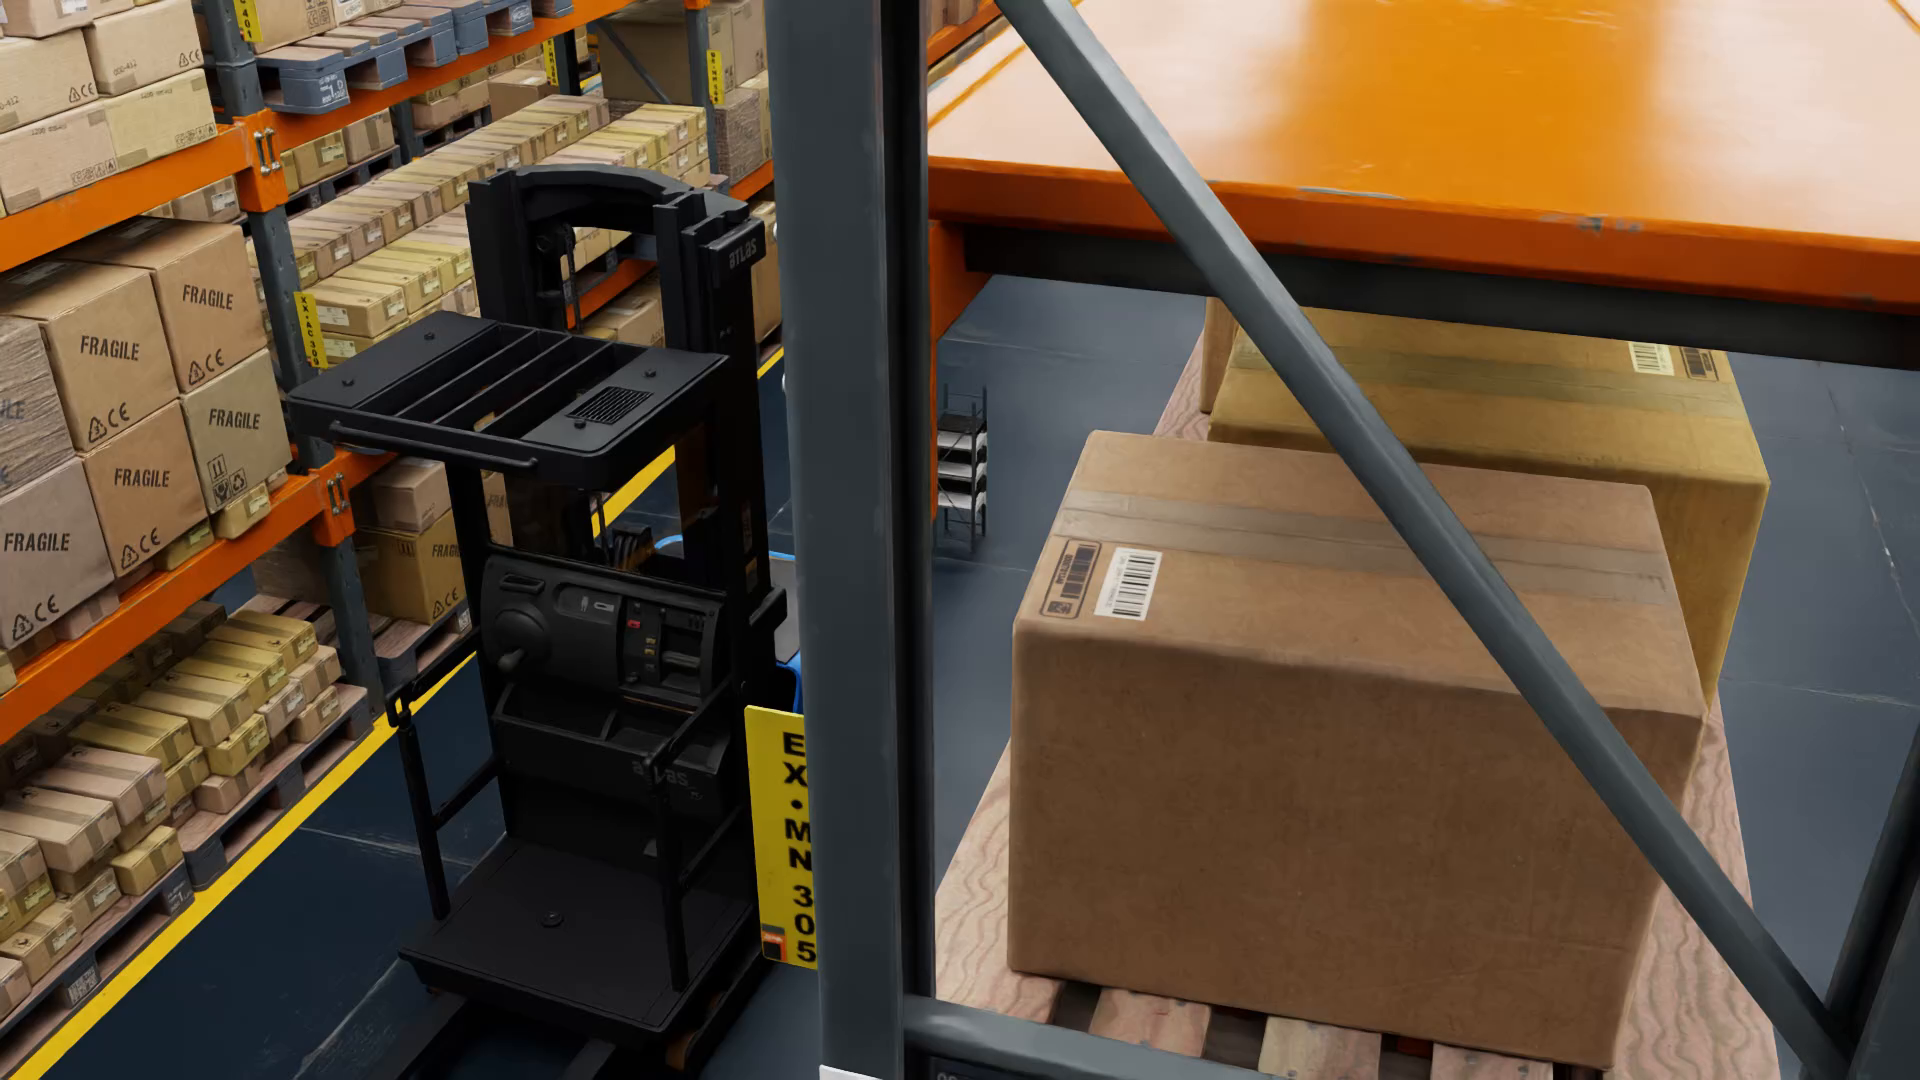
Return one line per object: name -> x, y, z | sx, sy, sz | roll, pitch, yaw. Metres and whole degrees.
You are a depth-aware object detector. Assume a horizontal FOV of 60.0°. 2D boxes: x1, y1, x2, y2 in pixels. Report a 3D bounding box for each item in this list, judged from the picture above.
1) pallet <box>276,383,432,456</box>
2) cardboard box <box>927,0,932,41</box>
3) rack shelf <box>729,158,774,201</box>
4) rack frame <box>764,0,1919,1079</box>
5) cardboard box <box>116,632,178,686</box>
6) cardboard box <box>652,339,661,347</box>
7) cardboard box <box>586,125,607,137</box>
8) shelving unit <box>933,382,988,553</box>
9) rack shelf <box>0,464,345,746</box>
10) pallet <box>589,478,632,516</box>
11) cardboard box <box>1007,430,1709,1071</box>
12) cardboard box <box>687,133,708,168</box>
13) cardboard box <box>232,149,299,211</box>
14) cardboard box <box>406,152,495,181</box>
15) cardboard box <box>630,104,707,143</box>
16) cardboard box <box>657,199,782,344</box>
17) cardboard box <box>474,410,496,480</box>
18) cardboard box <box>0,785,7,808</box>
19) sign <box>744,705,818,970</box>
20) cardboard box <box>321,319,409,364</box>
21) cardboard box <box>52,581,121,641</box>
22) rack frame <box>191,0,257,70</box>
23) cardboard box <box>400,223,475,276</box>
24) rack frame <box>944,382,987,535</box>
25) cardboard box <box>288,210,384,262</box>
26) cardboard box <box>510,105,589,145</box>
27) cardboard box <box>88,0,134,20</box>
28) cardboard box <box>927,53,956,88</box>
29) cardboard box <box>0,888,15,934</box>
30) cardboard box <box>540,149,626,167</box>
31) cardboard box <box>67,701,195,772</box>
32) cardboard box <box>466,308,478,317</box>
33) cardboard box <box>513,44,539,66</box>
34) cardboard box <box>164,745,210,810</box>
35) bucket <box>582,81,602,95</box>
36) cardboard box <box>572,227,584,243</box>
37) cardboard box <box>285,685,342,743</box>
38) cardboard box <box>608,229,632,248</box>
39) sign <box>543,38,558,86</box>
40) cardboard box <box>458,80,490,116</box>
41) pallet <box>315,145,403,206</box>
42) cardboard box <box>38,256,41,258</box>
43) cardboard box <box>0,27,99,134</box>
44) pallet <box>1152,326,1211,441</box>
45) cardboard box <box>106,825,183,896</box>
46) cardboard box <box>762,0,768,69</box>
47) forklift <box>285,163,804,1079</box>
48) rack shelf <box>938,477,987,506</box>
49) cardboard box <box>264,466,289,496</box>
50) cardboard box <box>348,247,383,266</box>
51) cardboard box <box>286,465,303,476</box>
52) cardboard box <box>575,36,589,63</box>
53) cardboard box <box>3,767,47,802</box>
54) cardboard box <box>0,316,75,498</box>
pallet -> -2.822, -0.806, 7.811 | 1.003, 0.211, 1.213 | 8, 30, 15
cardboard box -> -0.740, -4.512, 14.121 | 0.875, 0.550, 0.550 | 8, 30, 15
rack shelf -> -1.424, -3.029, 12.350 | 1.077, 0.370, 4.000 | 8, 30, 15
rack frame -> 0.349, -0.564, 1.007 | 0.949, 2.616, 0.053 | 8, 30, 15
cardboard box -> -3.622, 0.497, 7.160 | 0.380, 0.149, 0.250 | 10, 31, 17
cardboard box -> -2.111, -0.922, 9.960 | 0.500, 0.500, 0.500 | 10, 31, 17
cardboard box -> -2.345, -2.422, 10.039 | 0.380, 0.149, 0.250 | 10, 31, 17
shelving unit -> -0.002, -0.389, 9.024 | 0.258, 0.900, 0.210 | 8, 30, 15
rack shelf -> -3.773, 0.688, 5.667 | 1.077, 0.370, 4.000 | 8, 30, 15
pallet -> -2.602, -0.268, 9.514 | 1.003, 0.211, 1.213 | 8, 30, 15
cardboard box -> 0.454, 0.227, 2.033 | 0.700, 0.500, 0.500 | 7, 30, 12
cardboard box -> -1.721, -2.323, 9.862 | 0.380, 0.149, 0.250 | 9, 30, 16
cardboard box -> -6.161, -3.066, 13.946 | 0.950, 0.372, 0.625 | 10, 30, 17
cardboard box -> -2.716, -1.950, 8.884 | 0.380, 0.149, 0.250 | 9, 30, 16
cardboard box -> -1.717, -2.455, 9.792 | 0.380, 0.149, 0.250 | 7, 30, 13
cardboard box -> -1.747, -1.885, 11.435 | 1.050, 0.750, 0.750 | 8, 30, 14
cardboard box -> -2.562, -0.528, 8.481 | 0.500, 0.250, 0.500 | 9, 30, 16
cardboard box -> -3.858, 0.991, 6.271 | 0.380, 0.149, 0.250 | 7, 30, 13
sign -> -0.162, 0.311, 1.690 | 0.100, 0.325, 0.005 | 8, 30, 15
cardboard box -> -2.630, -0.877, 7.261 | 0.380, 0.149, 0.250 | 9, 30, 16
cardboard box -> -3.303, 0.218, 6.030 | 0.380, 0.149, 0.250 | 7, 30, 13
rack frame -> -3.185, -3.177, 5.704 | 1.000, 3.000, 0.127 | 8, 30, 15
cardboard box -> -2.401, -1.371, 7.844 | 0.380, 0.149, 0.250 | 8, 30, 14
rack frame -> 0.027, -0.437, 9.109 | 0.240, 0.900, 0.006 | 8, 30, 15
cardboard box -> -3.022, -1.470, 8.022 | 0.380, 0.149, 0.250 | 8, 30, 15
cardboard box -> -2.409, -2.436, 9.757 | 0.380, 0.149, 0.250 | 8, 30, 14
cardboard box -> -3.084, -1.885, 5.696 | 0.380, 0.149, 0.250 | 9, 30, 16
cardboard box -> -0.586, -3.810, 14.768 | 0.875, 0.875, 0.875 | 9, 30, 16
cardboard box -> -3.514, 1.296, 5.723 | 0.380, 0.149, 0.250 | 9, 30, 16
cardboard box -> -2.021, -1.981, 8.940 | 0.380, 0.149, 0.250 | 9, 30, 15
cardboard box -> -3.295, 0.800, 6.615 | 0.380, 0.149, 0.250 | 9, 30, 17
cardboard box -> -2.477, -0.992, 7.774 | 0.380, 0.149, 0.250 | 9, 30, 15
cardboard box -> -4.715, -5.215, 17.164 | 0.500, 0.500, 0.500 | 8, 30, 14
cardboard box -> -3.271, 0.926, 6.695 | 0.380, 0.149, 0.250 | 9, 30, 15
bucket -> -3.001, -3.899, 14.977 | 0.726, 0.611, 0.620 | 20, 45, 32
cardboard box -> -2.173, -1.604, 8.568 | 0.380, 0.149, 0.250 | 8, 30, 14
cardboard box -> -2.975, 0.738, 7.339 | 0.380, 0.149, 0.250 | 9, 30, 16
cardboard box -> -2.021, -1.718, 9.079 | 0.380, 0.149, 0.250 | 7, 30, 13
sign -> -2.543, -2.998, 10.362 | 0.100, 0.325, 0.005 | 8, 30, 15
cardboard box -> -5.022, -4.400, 16.470 | 0.500, 0.250, 0.500 | 10, 31, 18
pallet -> -5.826, -3.352, 15.058 | 1.003, 0.211, 1.213 | 8, 30, 15
cardboard box -> -3.551, -0.991, 6.509 | 0.500, 0.500, 0.500 | 9, 30, 16
cardboard box -> -3.242, -1.528, 5.466 | 0.500, 0.250, 0.500 | 7, 30, 13
pallet -> 0.916, -0.129, 3.402 | 1.003, 0.211, 1.213 | 8, 30, 15
cardboard box -> -3.279, 1.219, 6.474 | 0.380, 0.149, 0.250 | 8, 30, 15
cardboard box -> -1.574, -3.576, 11.461 | 0.700, 0.500, 0.500 | 8, 30, 14
forklift -> -1.327, 0.368, 5.574 | 1.130, 2.935, 3.031 | 11, 31, 19
rack shelf -> -0.002, -0.282, 9.084 | 0.258, 0.077, 0.200 | 8, 30, 15
cardboard box -> -3.046, -0.279, 6.925 | 0.380, 0.149, 0.250 | 8, 30, 14
cardboard box -> -3.030, -1.337, 8.089 | 0.380, 0.149, 0.250 | 8, 30, 13
cardboard box -> -3.209, -0.356, 8.173 | 0.500, 0.250, 0.500 | 8, 30, 14
cardboard box -> -4.412, -5.348, 18.175 | 0.500, 0.250, 0.500 | 8, 30, 15
cardboard box -> -3.809, 0.998, 6.565 | 0.380, 0.149, 0.250 | 10, 31, 17
cardboard box -> -3.375, -0.432, 5.504 | 0.500, 0.500, 0.500 | 9, 30, 16
